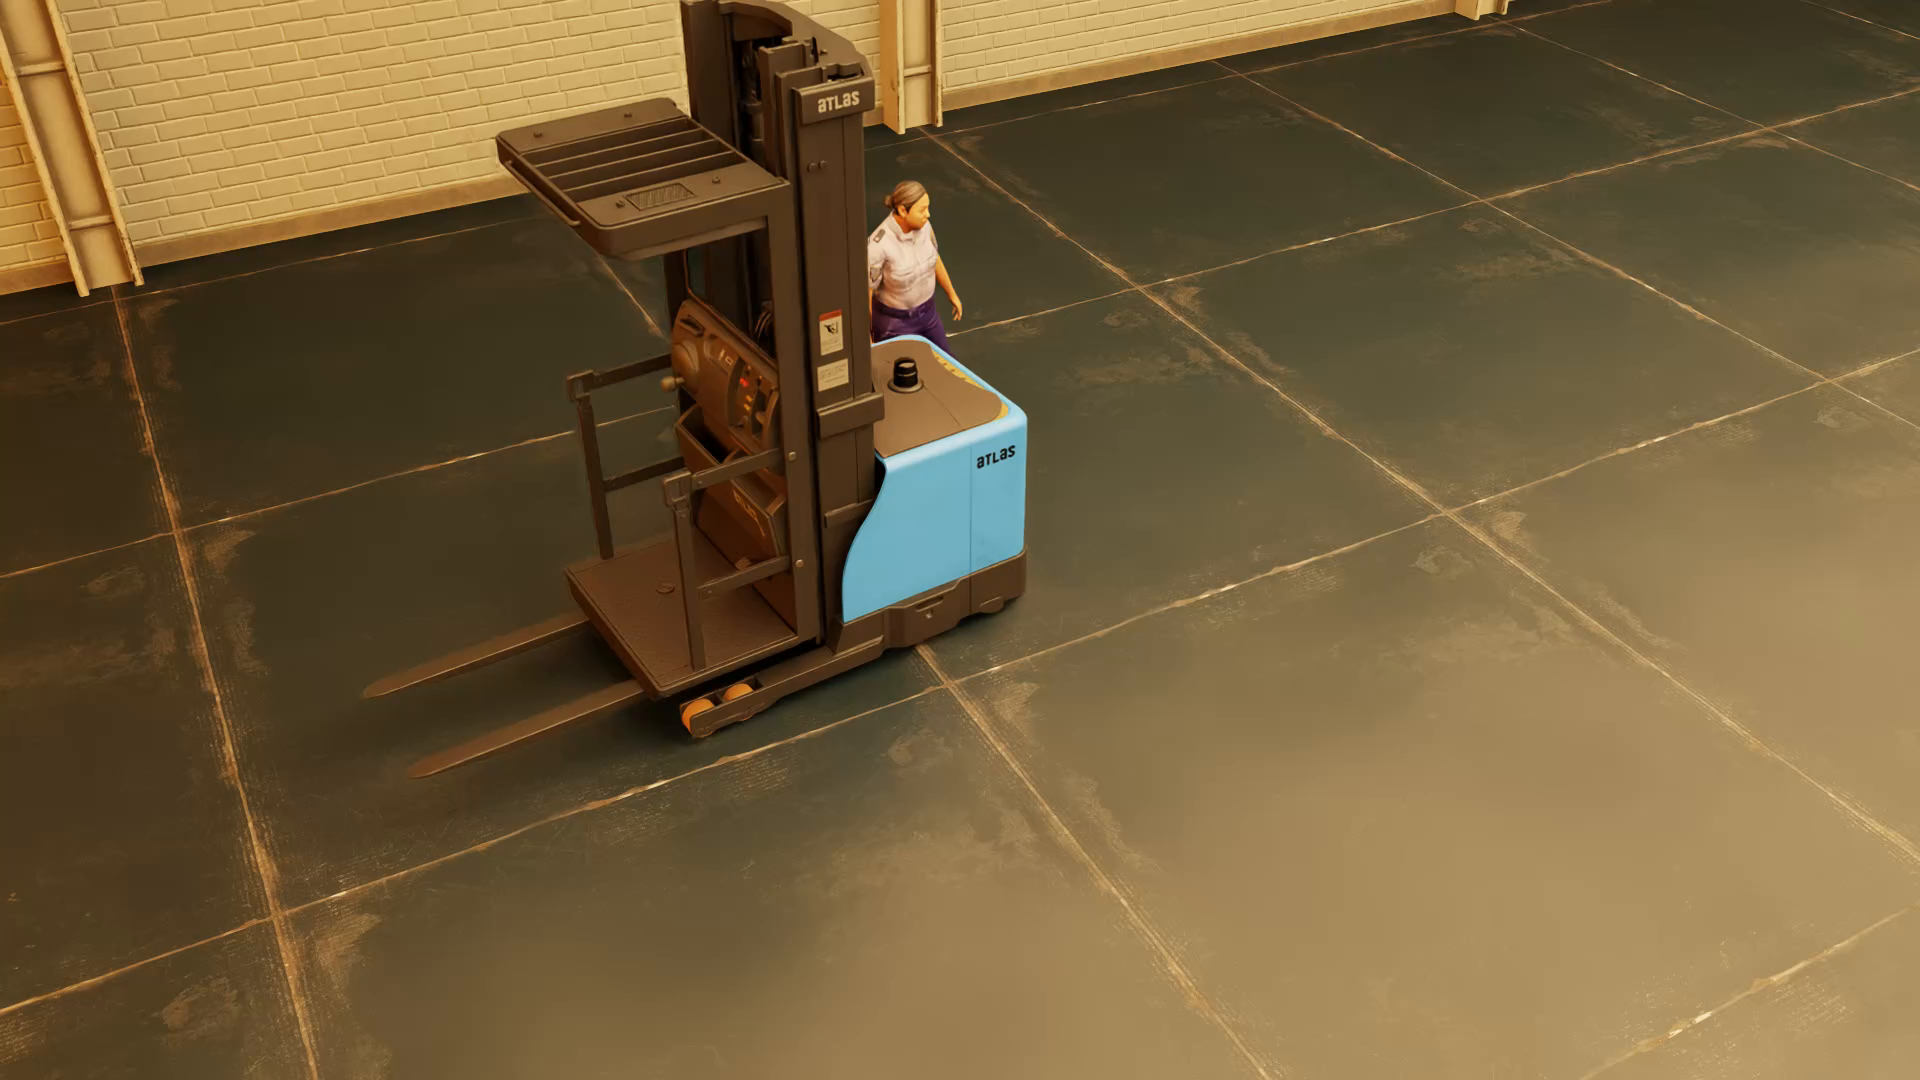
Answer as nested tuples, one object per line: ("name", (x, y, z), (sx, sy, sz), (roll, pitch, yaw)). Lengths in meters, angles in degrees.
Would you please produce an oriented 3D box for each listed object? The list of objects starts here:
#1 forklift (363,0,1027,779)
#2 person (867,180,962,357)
("forklift", (-1.188, -0.668, 7.067), (3.031, 2.935, 1.130), (-21, 40, -27))
("person", (-0.267, -1.177, 8.921), (0.396, 1.628, 0.726), (24, 42, 30))
